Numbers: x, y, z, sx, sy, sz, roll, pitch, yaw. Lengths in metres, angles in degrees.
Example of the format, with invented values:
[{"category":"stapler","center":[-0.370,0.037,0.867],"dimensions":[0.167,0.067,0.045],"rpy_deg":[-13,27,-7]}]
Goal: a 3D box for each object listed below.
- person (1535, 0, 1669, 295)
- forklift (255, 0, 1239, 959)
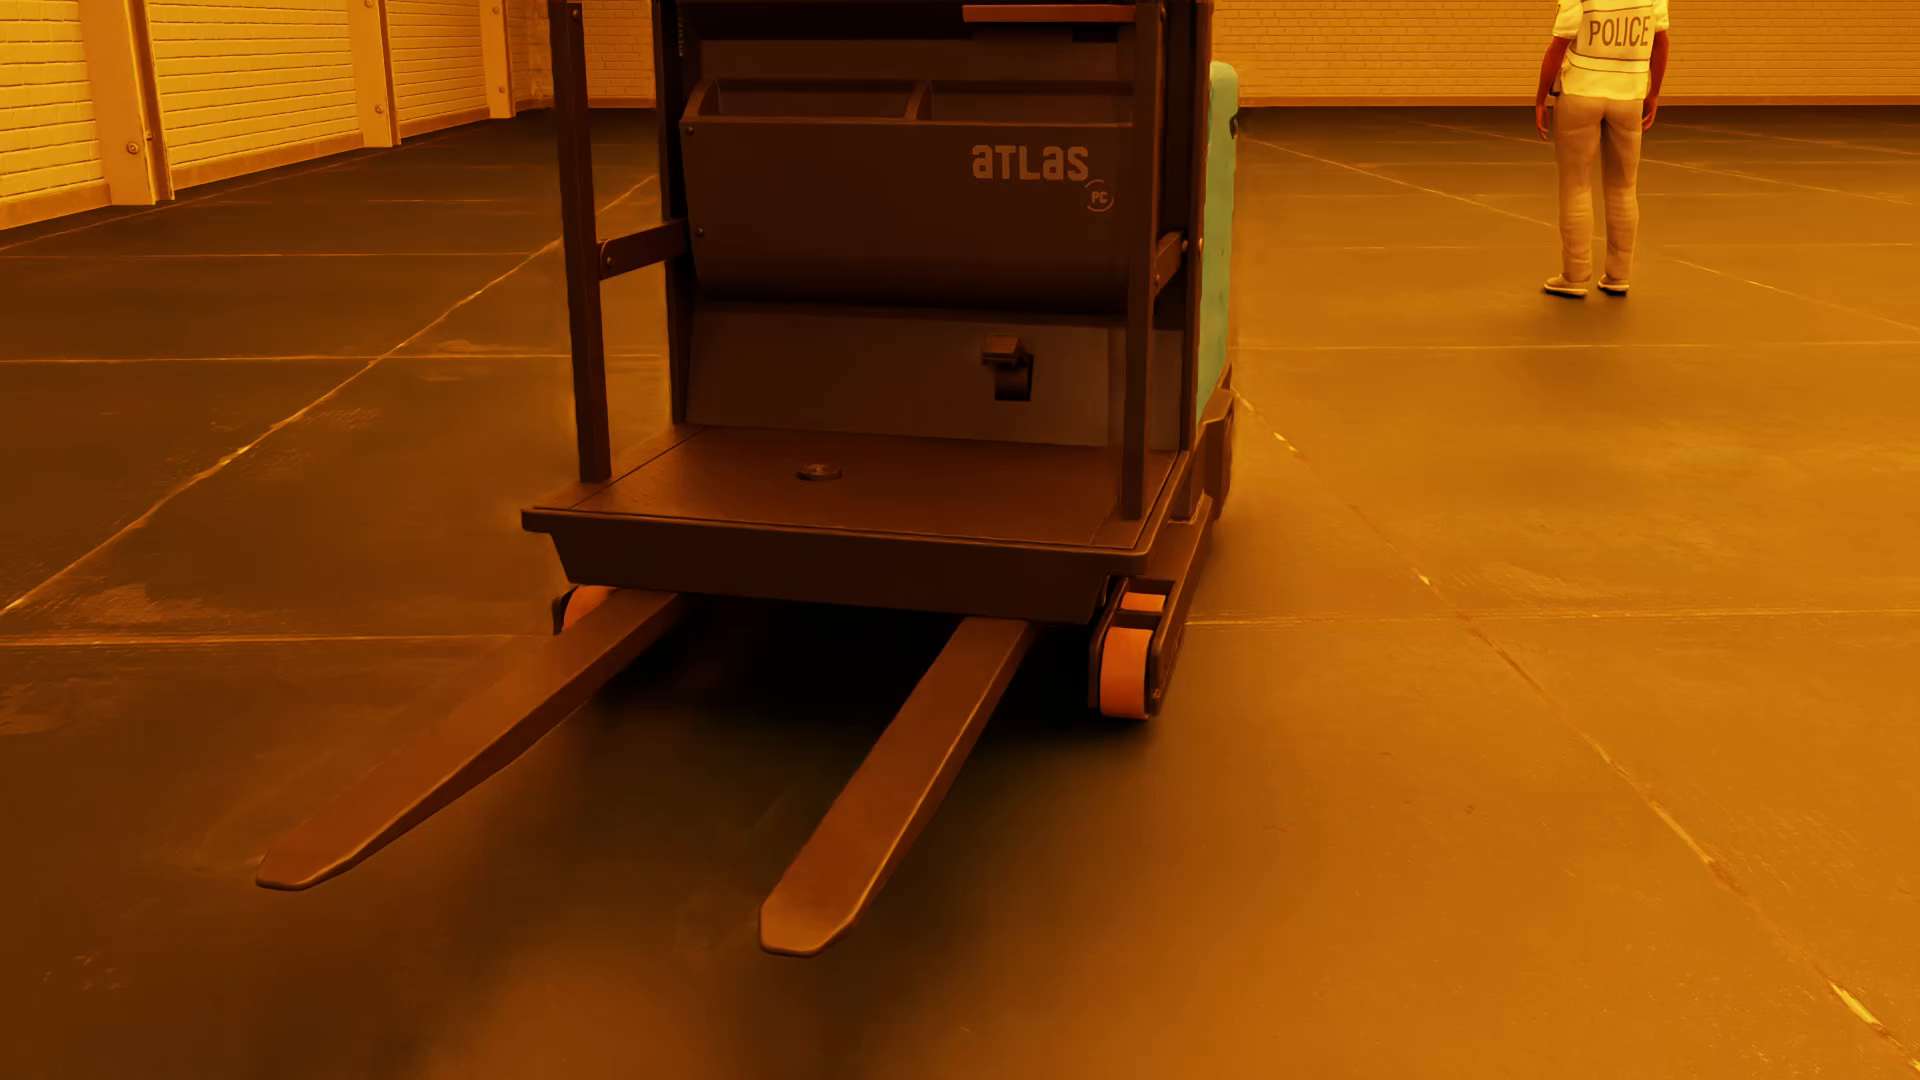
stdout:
[{"category":"person","center":[2.802,-1.932,7.316],"dimensions":[0.565,1.698,0.526],"rpy_deg":[1,17,2]},{"category":"forklift","center":[-0.125,-1.208,2.857],"dimensions":[1.130,2.935,3.031],"rpy_deg":[4,17,13]}]
